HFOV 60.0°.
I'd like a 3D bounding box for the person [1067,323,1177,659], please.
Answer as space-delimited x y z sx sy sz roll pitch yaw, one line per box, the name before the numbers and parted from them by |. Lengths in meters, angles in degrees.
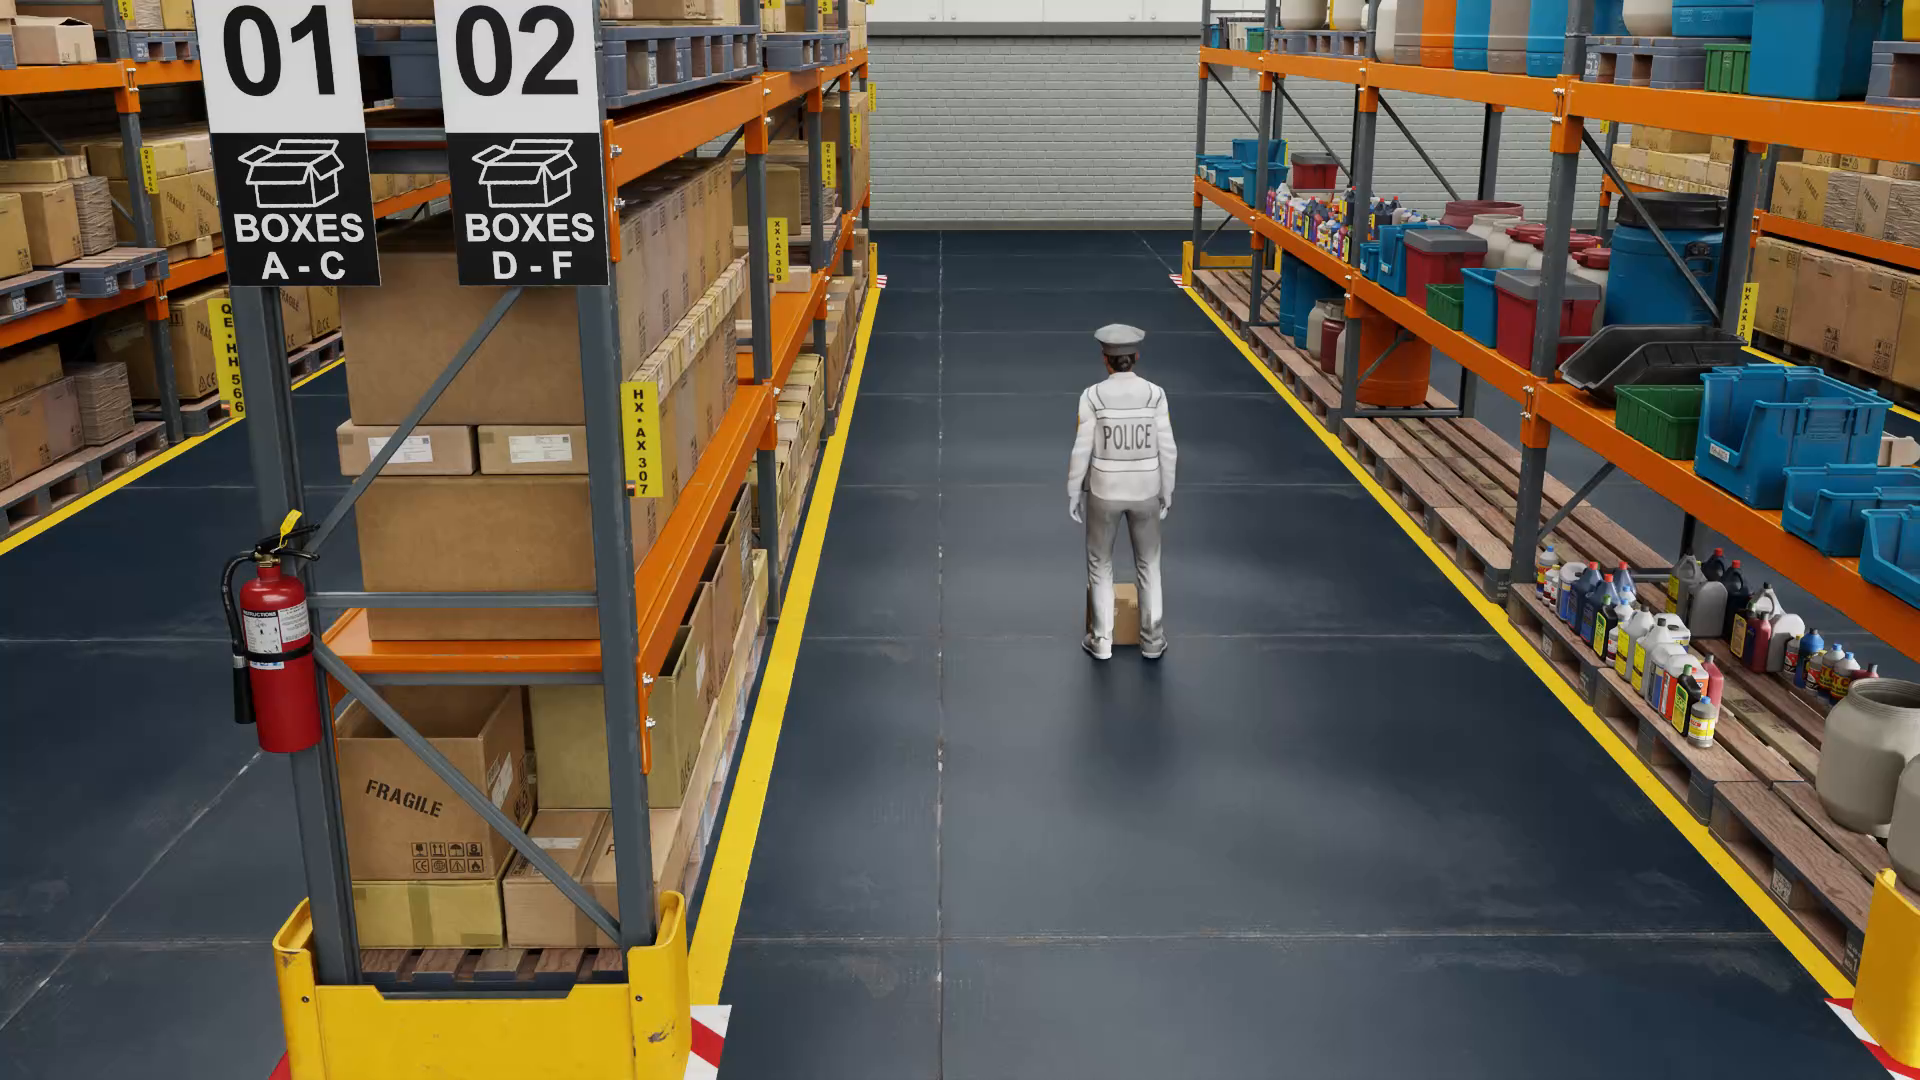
person | 0.801 -0.218 8.239 0.547 1.666 0.371 -1 17 -4
